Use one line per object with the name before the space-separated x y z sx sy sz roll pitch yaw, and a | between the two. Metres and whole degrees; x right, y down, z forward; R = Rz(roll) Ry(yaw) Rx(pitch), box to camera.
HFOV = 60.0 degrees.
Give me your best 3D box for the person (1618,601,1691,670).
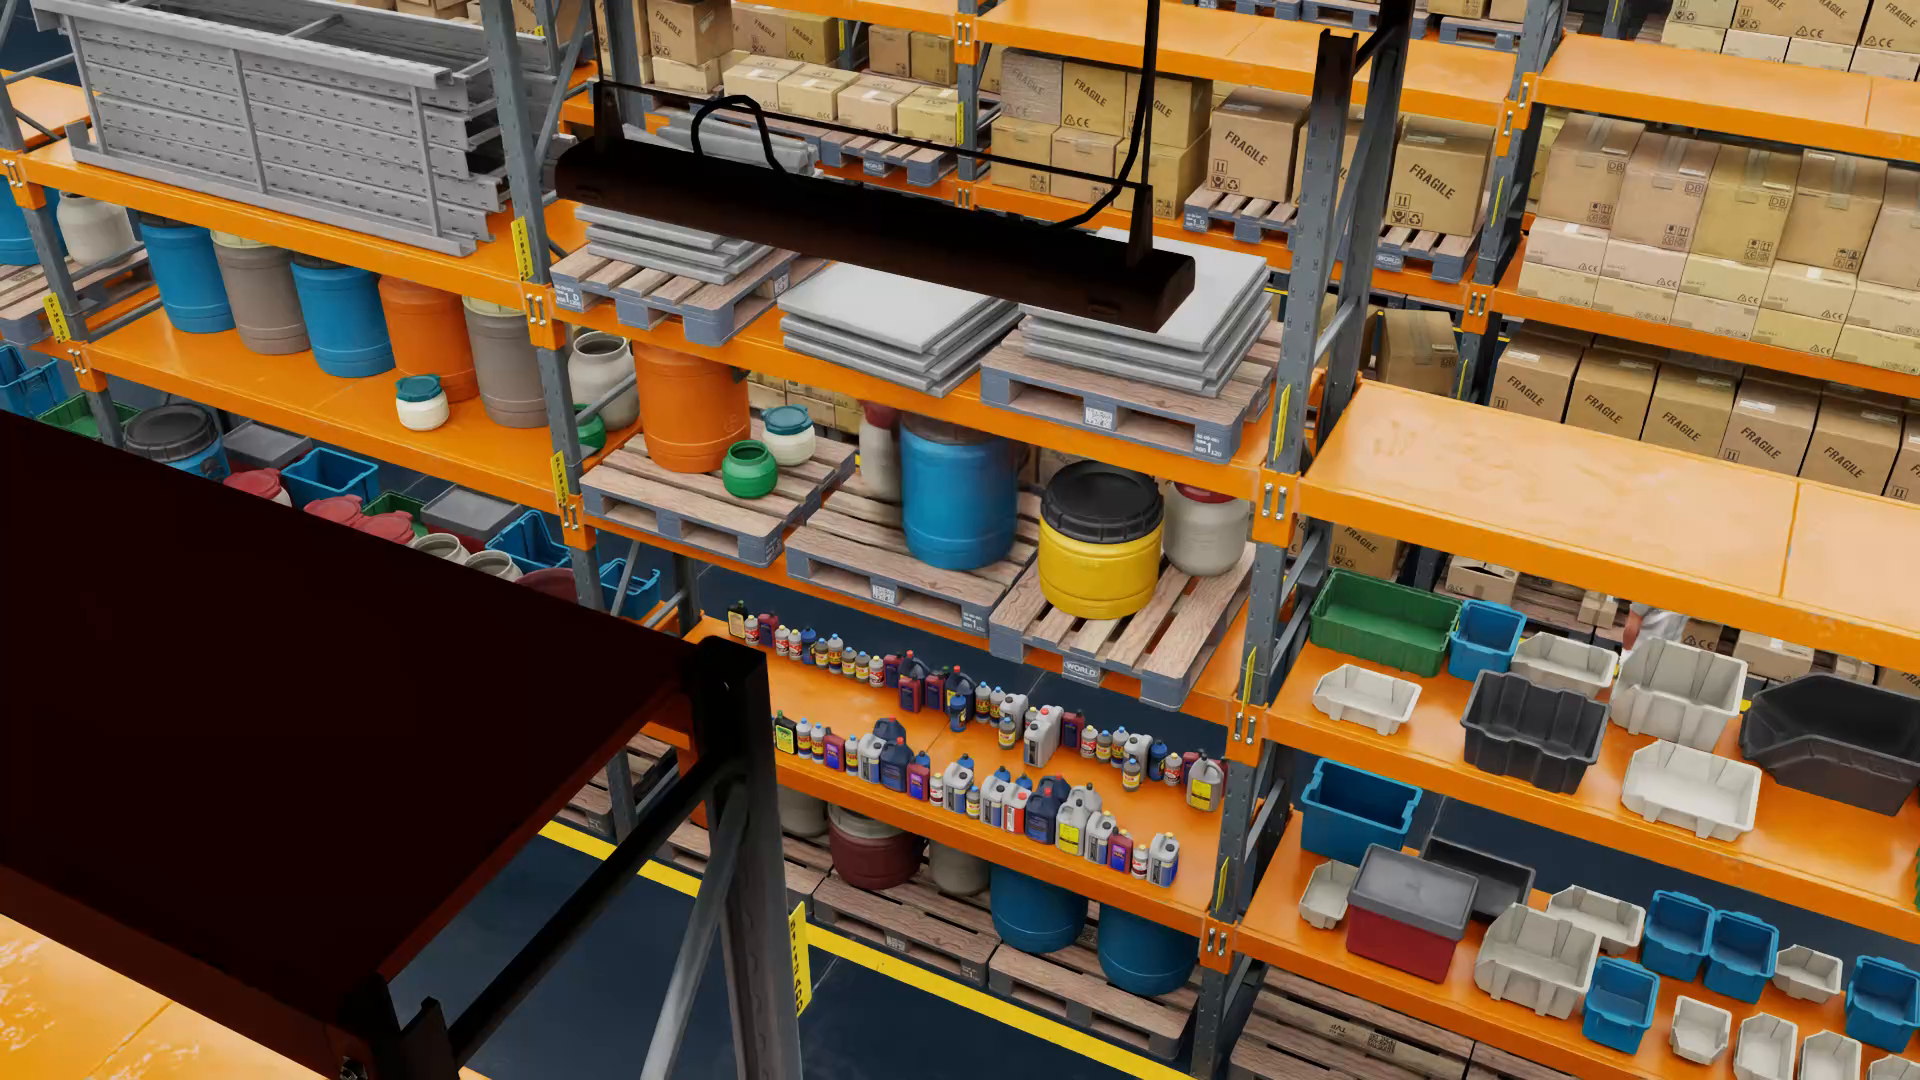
person | 4.696 0.711 11.311 0.588 1.792 0.501 -21 40 -27
